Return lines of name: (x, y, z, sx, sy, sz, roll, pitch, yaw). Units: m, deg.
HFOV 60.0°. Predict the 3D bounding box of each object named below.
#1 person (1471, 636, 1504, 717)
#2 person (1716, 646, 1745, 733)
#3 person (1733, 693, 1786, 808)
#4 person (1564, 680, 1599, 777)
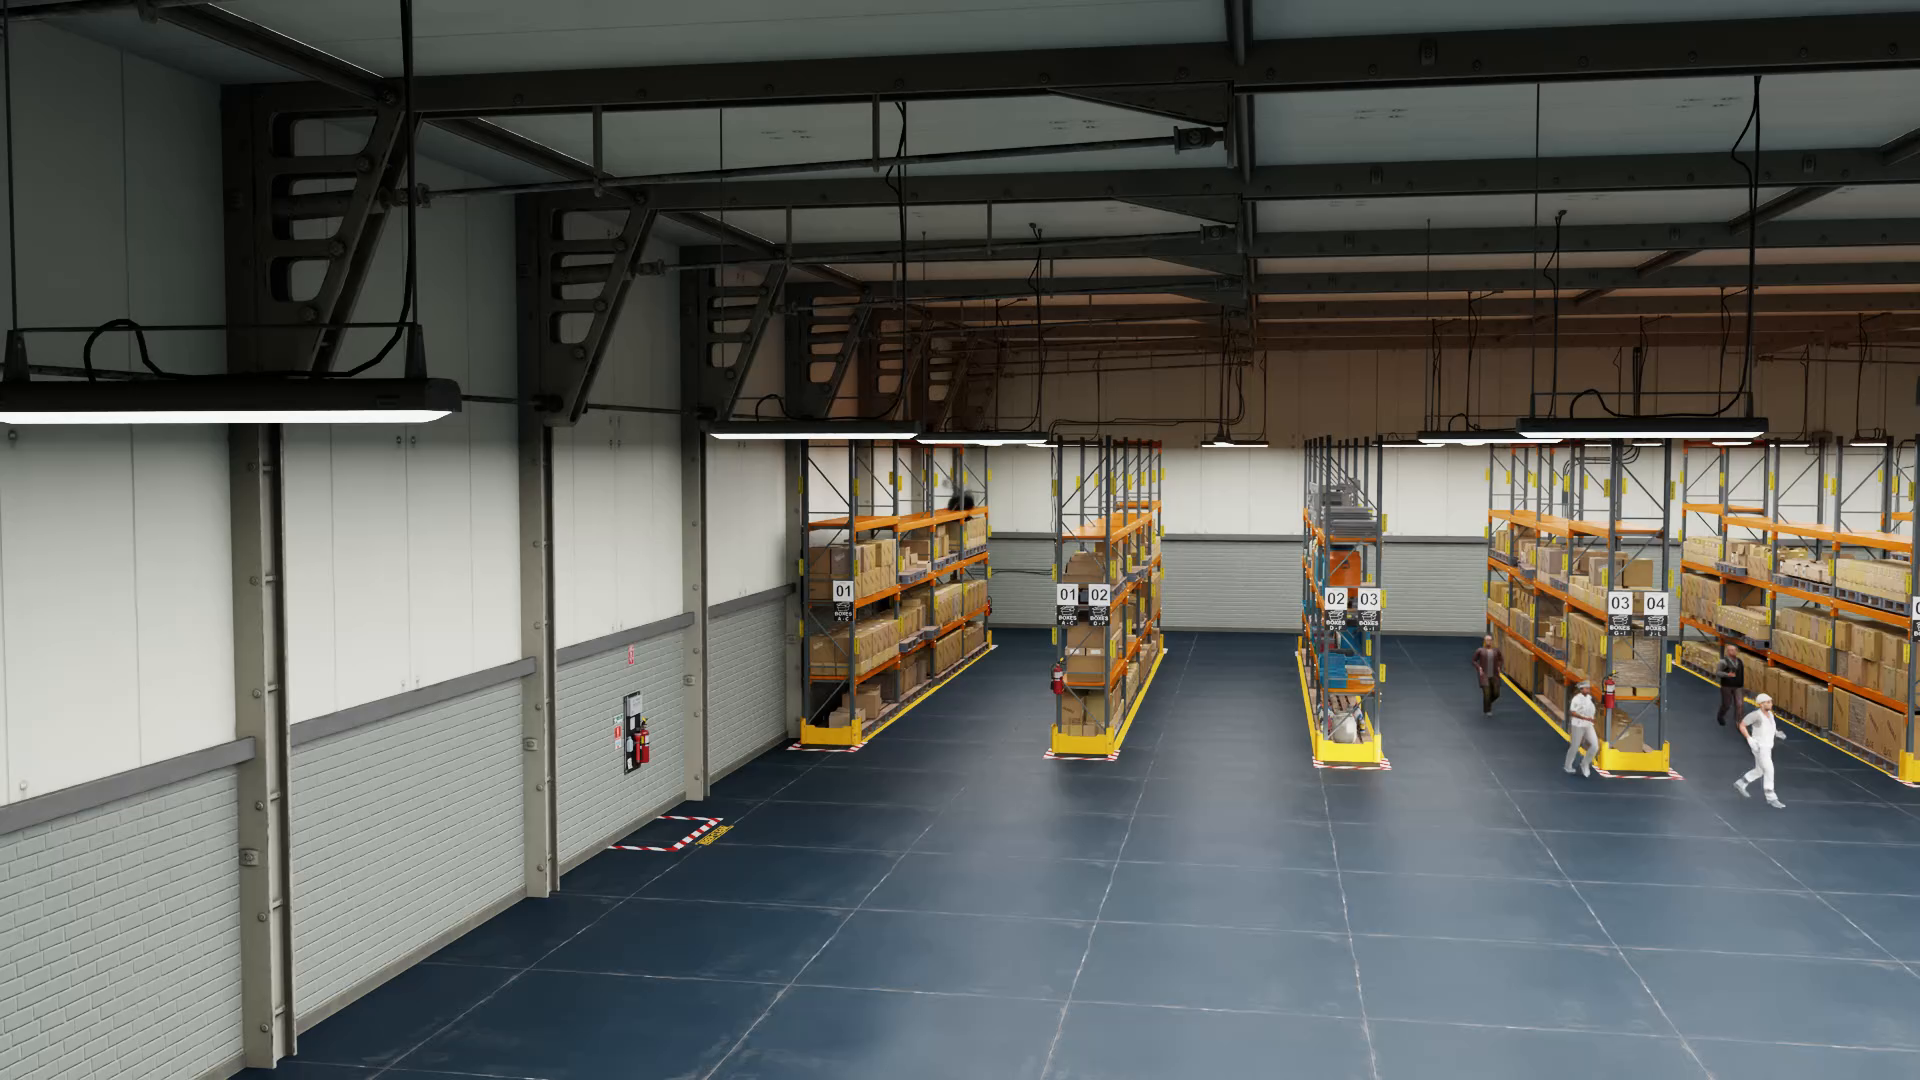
person: (11.359, 3.023, 35.789, 0.707, 1.518, 0.668, 0, 3, 2)
person: (15.687, 3.009, 33.806, 0.657, 1.726, 0.949, 0, 3, 1)
person: (12.936, 3.368, 26.884, 0.661, 1.795, 0.884, -3, 4, -39)
person: (10.982, 3.306, 29.244, 0.596, 1.706, 0.682, -1, 3, -18)
